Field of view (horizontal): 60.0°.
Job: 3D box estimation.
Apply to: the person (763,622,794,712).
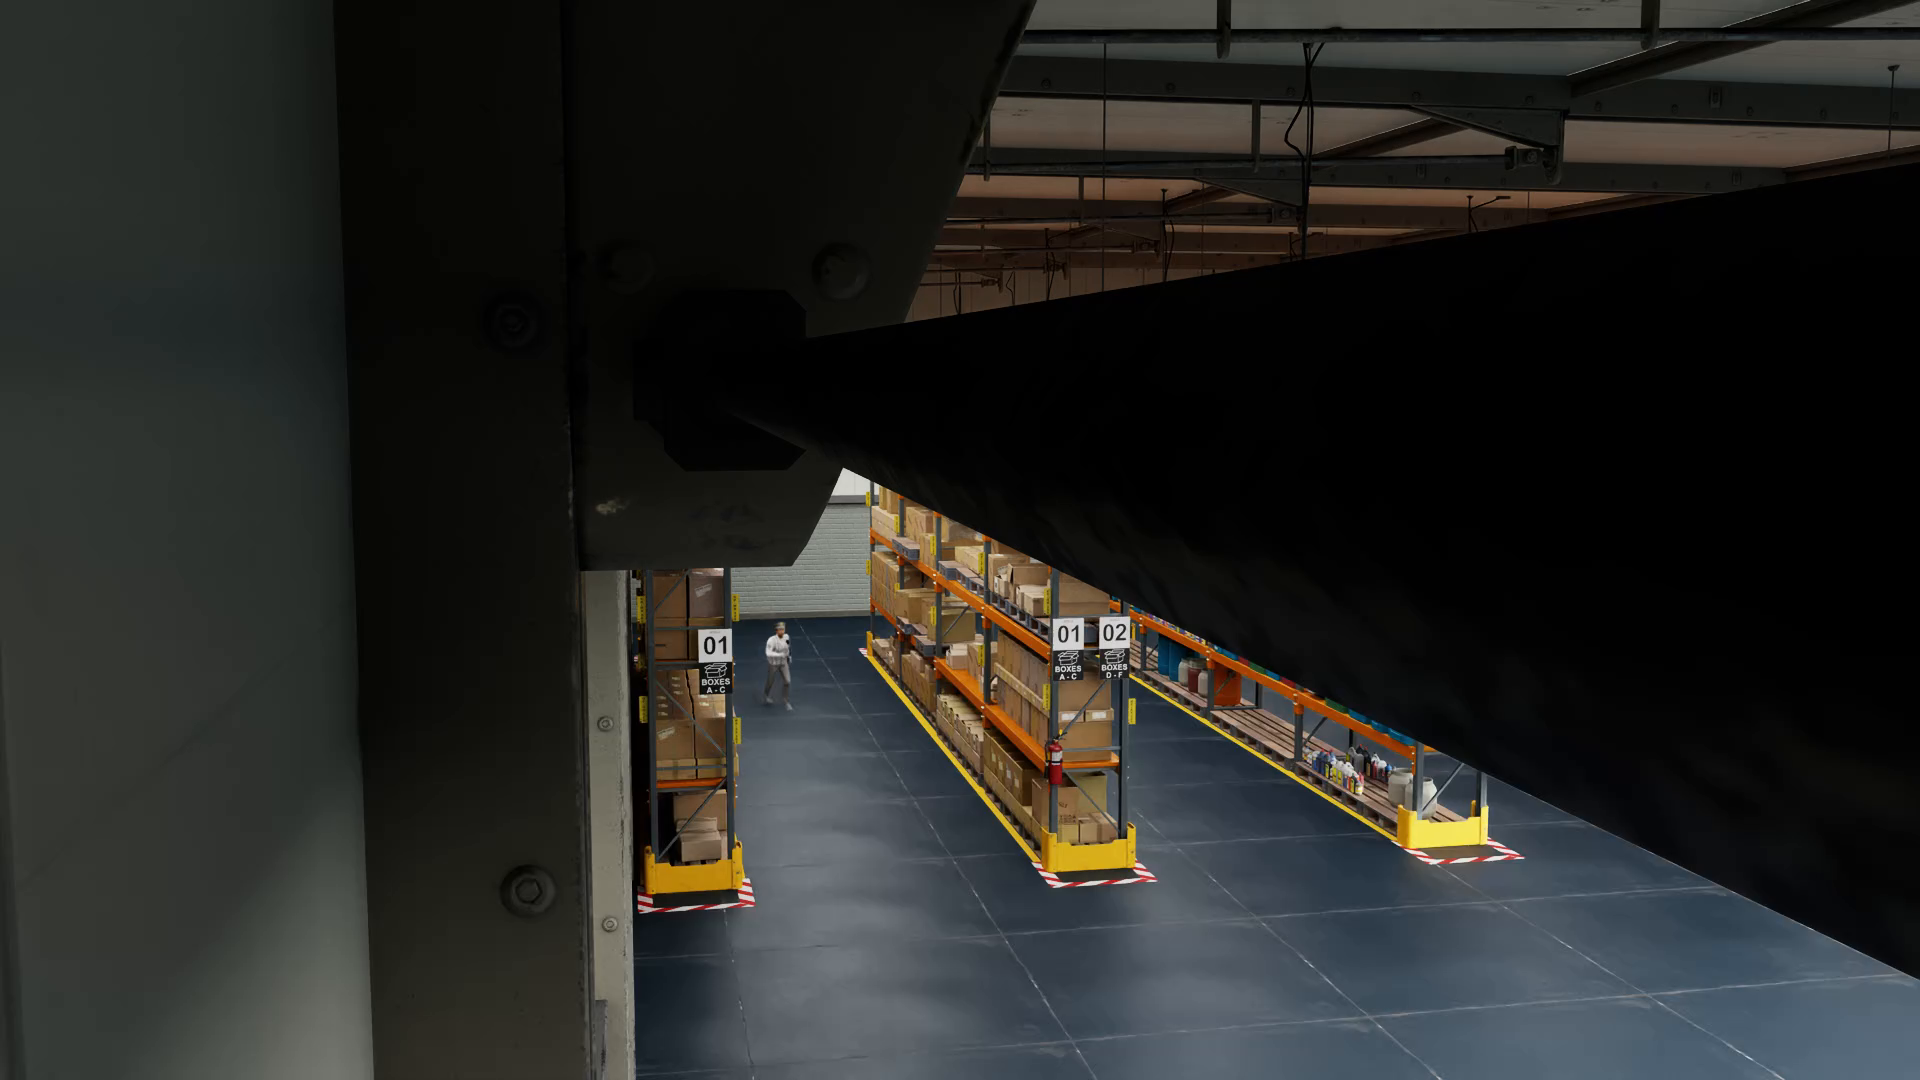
[{"bbox_3d":[-3.375,2.305,30.746,0.611,1.666,0.942,-4,7,-32],"label":"person"}]
